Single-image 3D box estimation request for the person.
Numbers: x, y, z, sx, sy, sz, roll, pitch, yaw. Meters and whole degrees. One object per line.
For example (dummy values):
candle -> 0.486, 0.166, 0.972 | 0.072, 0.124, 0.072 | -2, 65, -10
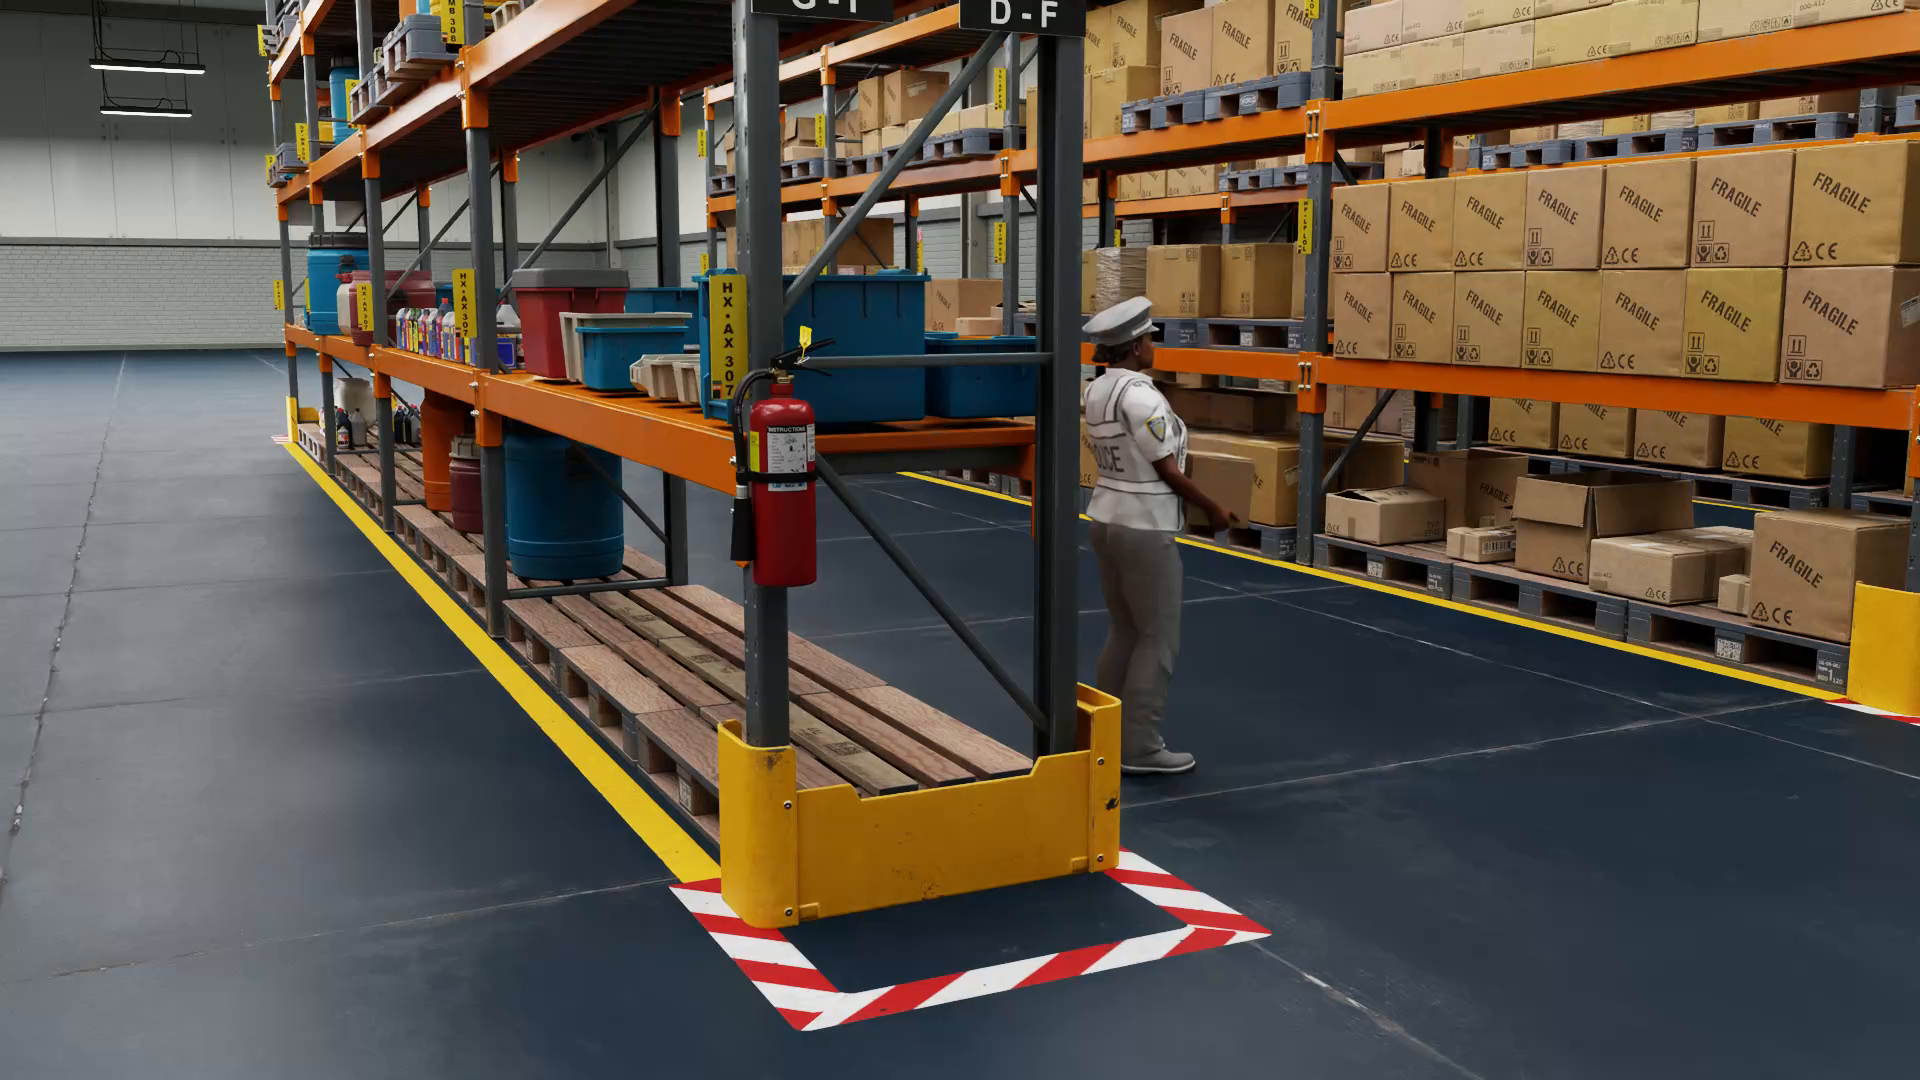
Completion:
person -> 0.702, -0.024, 5.963 | 0.531, 1.687, 0.451 | -3, 9, -19
